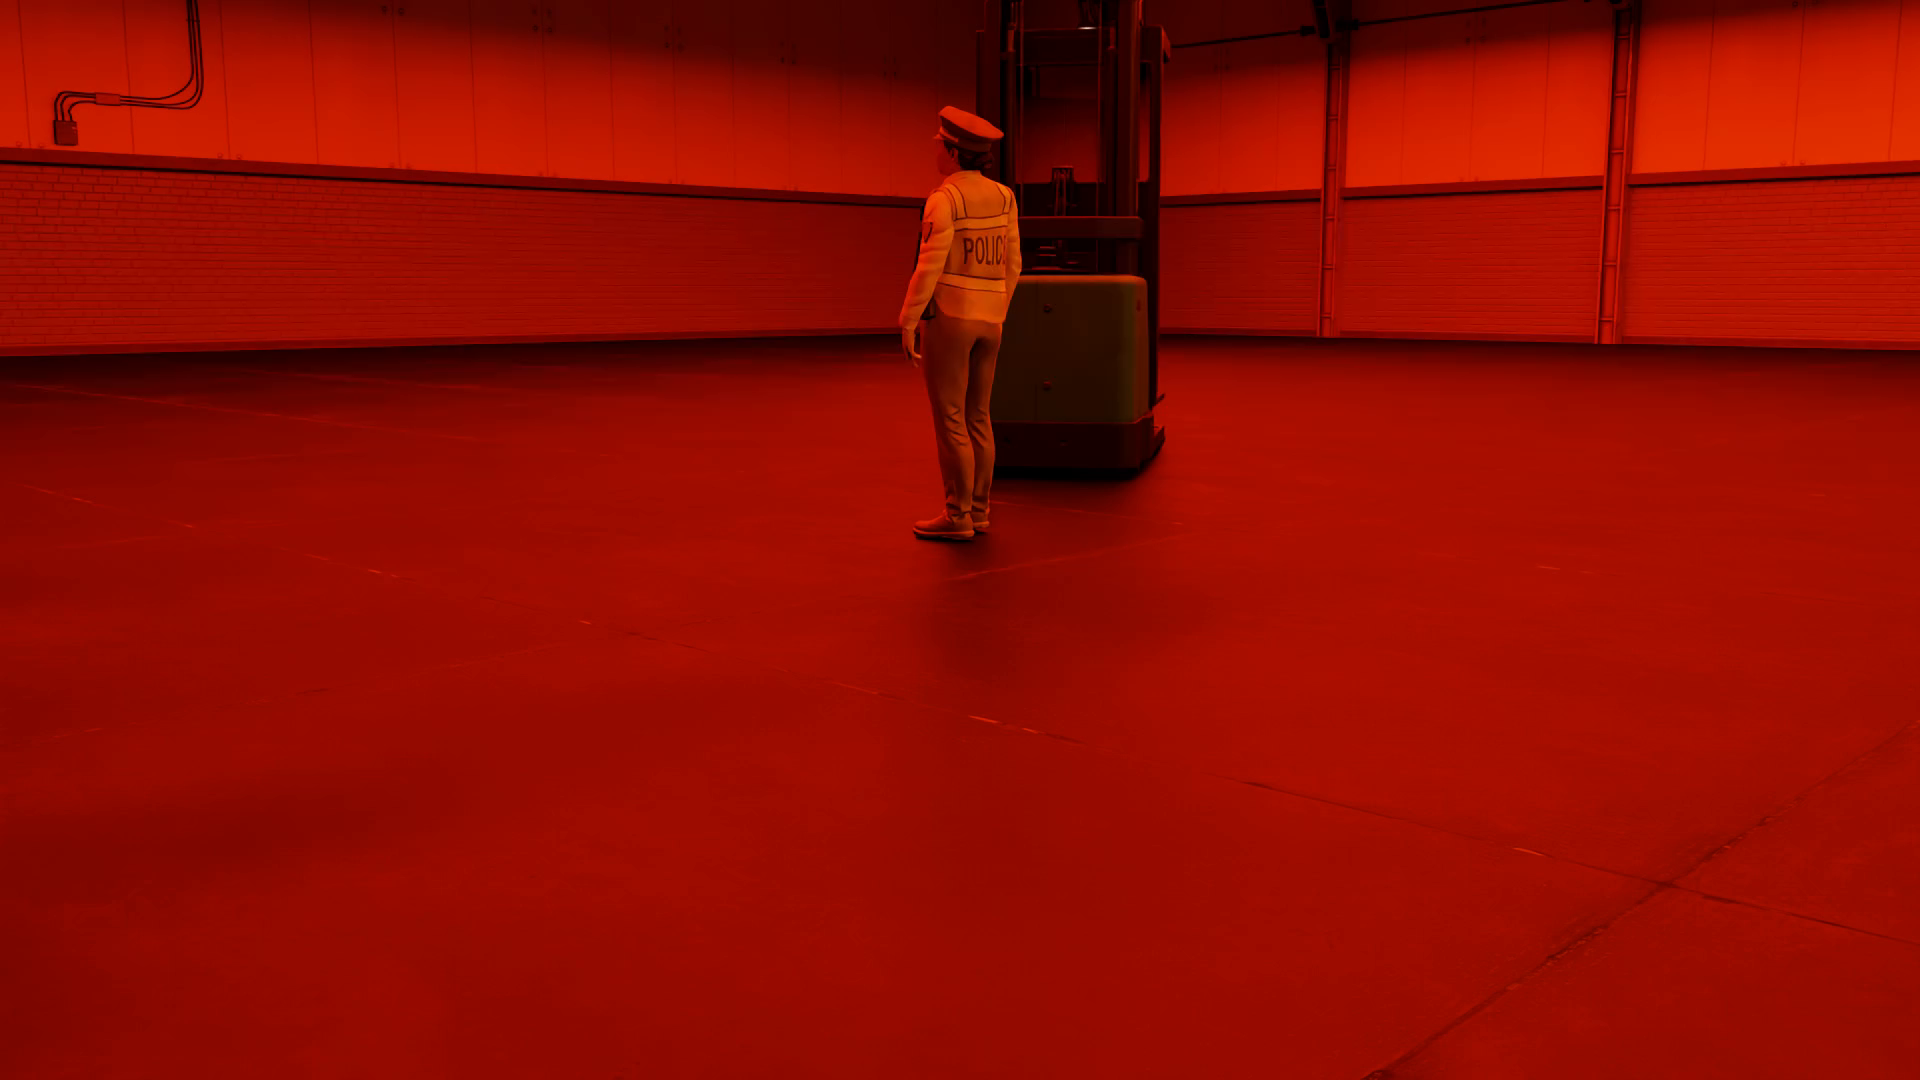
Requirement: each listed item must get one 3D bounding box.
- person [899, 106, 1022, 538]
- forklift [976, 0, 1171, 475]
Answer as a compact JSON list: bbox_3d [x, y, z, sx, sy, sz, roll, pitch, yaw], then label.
[{"bbox_3d":[-0.044,-0.853,6.641,0.534,1.696,0.587,8,12,43],"label":"person"},{"bbox_3d":[0.680,-1.983,10.042,1.130,2.935,3.031,2,9,11],"label":"forklift"}]
